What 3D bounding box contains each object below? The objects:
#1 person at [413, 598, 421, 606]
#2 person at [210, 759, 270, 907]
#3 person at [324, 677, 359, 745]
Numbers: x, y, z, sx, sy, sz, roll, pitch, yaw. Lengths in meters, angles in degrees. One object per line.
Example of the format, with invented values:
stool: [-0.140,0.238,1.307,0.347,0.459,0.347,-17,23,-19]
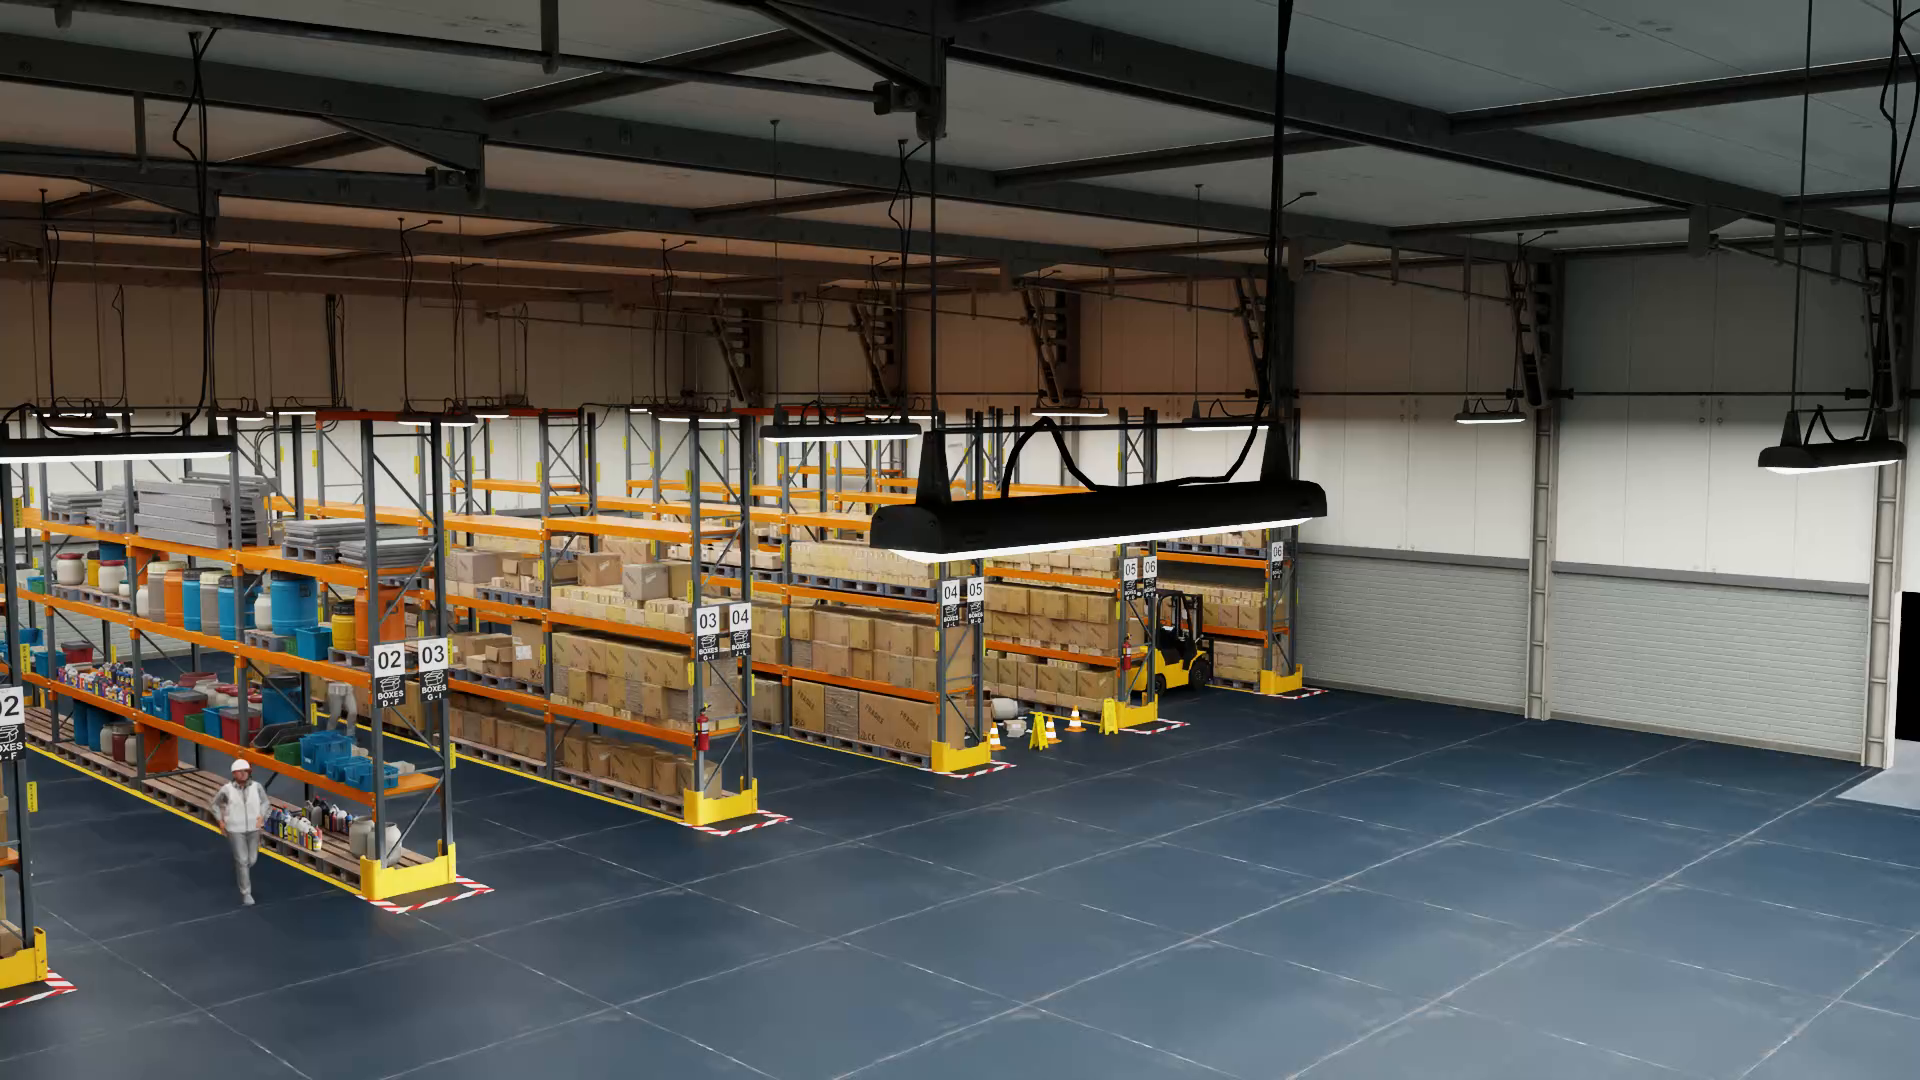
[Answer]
person: [-12.668,2.133,38.841,0.624,1.623,0.556,-1,5,-6]
person: [-8.987,3.612,20.806,0.670,1.779,0.862,-4,7,-39]
person: [-11.175,2.787,30.008,0.762,1.840,0.642,4,7,39]
